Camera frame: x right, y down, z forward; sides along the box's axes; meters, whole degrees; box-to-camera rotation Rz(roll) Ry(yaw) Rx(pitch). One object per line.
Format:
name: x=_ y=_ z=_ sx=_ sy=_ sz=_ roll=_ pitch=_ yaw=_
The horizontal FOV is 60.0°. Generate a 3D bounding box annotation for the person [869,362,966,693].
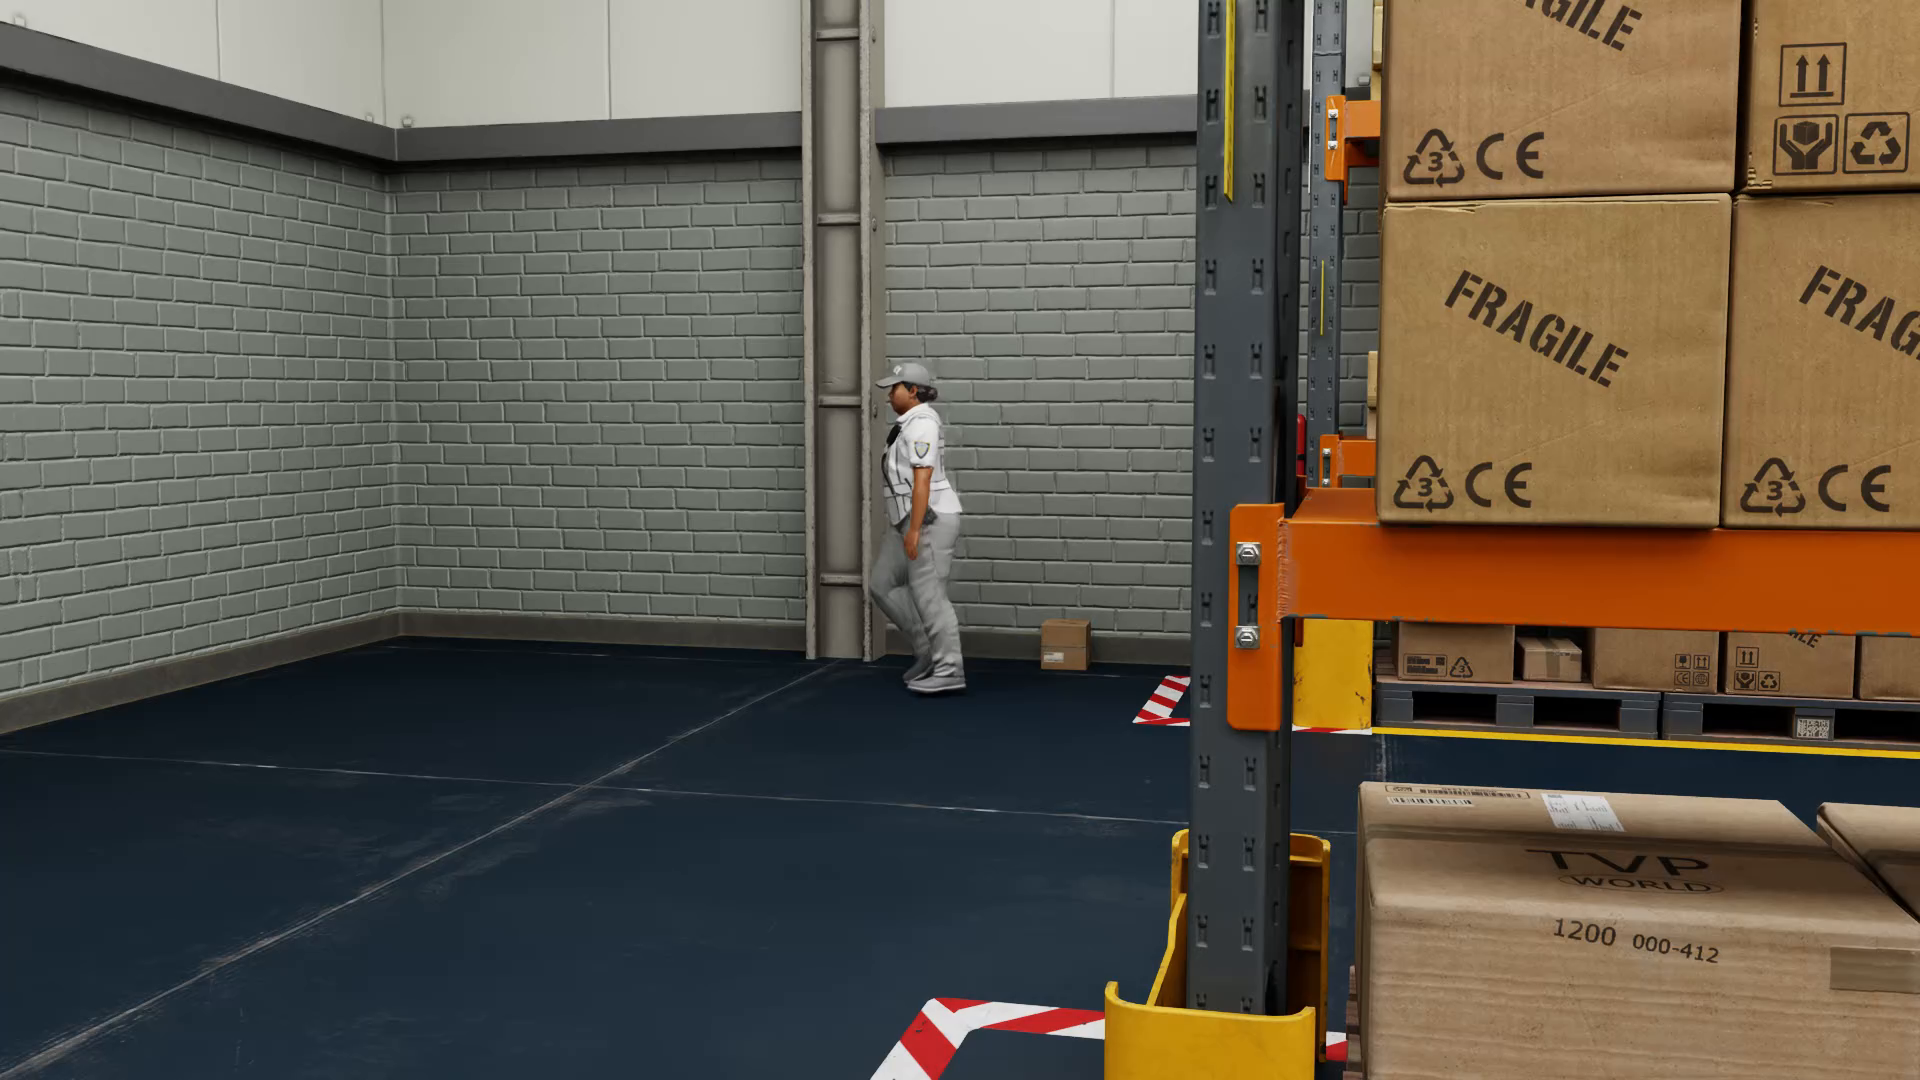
person: x=-0.210 y=-0.066 z=8.384 sx=0.444 sy=1.656 sz=0.505 roll=-1 pitch=5 yaw=-12
